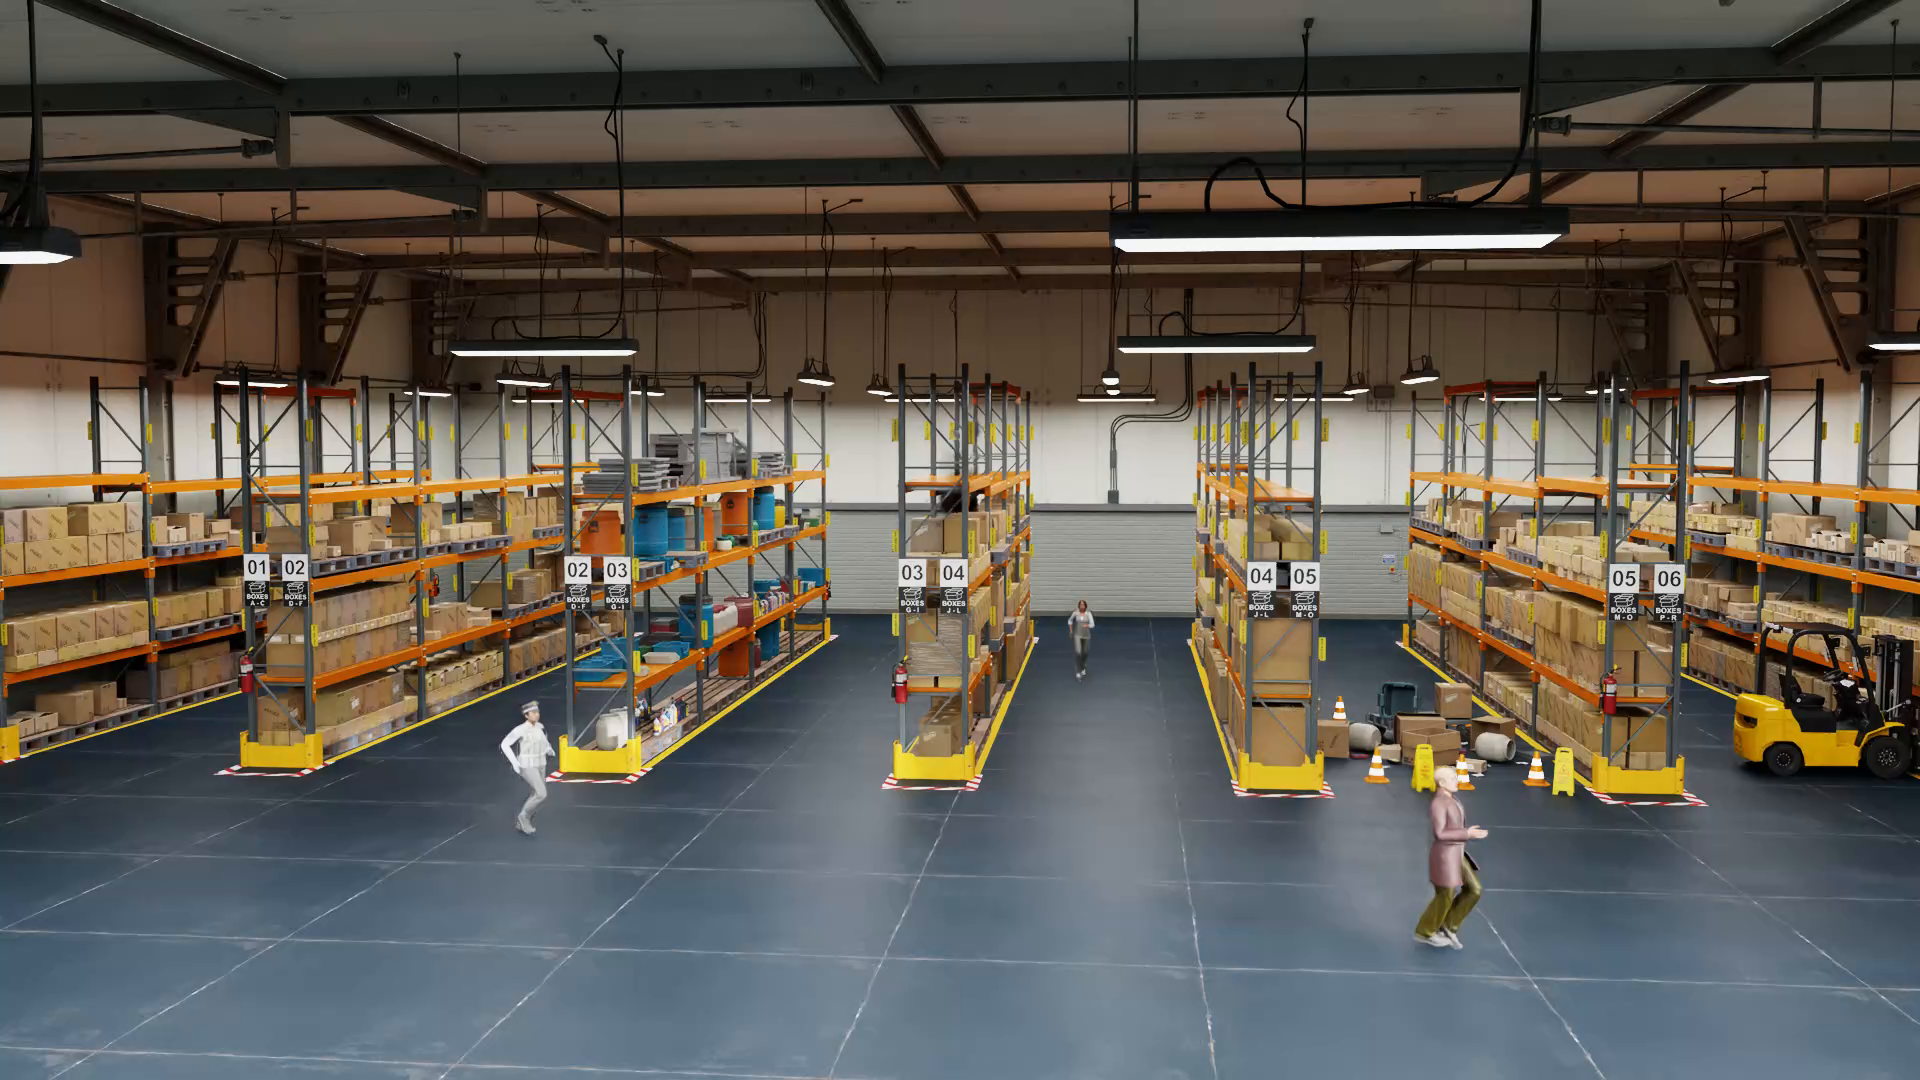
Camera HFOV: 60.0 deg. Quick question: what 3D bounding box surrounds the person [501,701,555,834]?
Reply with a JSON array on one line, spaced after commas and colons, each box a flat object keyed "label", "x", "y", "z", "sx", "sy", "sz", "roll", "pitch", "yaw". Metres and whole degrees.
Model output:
[{"label": "person", "x": -5.295, "y": 2.827, "z": 20.670, "sx": 0.633, "sy": 1.660, "sz": 0.587, "roll": 2, "pitch": 4, "yaw": 27}]

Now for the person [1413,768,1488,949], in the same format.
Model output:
[{"label": "person", "x": 4.757, "y": 3.096, "z": 16.061, "sx": 0.724, "sy": 1.797, "sz": 0.688, "roll": 2, "pitch": 4, "yaw": 33}]

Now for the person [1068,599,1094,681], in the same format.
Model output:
[{"label": "person", "x": 2.473, "y": 2.030, "z": 33.850, "sx": 0.505, "sy": 1.646, "sz": 0.717, "roll": 0, "pitch": 4, "yaw": -2}]
